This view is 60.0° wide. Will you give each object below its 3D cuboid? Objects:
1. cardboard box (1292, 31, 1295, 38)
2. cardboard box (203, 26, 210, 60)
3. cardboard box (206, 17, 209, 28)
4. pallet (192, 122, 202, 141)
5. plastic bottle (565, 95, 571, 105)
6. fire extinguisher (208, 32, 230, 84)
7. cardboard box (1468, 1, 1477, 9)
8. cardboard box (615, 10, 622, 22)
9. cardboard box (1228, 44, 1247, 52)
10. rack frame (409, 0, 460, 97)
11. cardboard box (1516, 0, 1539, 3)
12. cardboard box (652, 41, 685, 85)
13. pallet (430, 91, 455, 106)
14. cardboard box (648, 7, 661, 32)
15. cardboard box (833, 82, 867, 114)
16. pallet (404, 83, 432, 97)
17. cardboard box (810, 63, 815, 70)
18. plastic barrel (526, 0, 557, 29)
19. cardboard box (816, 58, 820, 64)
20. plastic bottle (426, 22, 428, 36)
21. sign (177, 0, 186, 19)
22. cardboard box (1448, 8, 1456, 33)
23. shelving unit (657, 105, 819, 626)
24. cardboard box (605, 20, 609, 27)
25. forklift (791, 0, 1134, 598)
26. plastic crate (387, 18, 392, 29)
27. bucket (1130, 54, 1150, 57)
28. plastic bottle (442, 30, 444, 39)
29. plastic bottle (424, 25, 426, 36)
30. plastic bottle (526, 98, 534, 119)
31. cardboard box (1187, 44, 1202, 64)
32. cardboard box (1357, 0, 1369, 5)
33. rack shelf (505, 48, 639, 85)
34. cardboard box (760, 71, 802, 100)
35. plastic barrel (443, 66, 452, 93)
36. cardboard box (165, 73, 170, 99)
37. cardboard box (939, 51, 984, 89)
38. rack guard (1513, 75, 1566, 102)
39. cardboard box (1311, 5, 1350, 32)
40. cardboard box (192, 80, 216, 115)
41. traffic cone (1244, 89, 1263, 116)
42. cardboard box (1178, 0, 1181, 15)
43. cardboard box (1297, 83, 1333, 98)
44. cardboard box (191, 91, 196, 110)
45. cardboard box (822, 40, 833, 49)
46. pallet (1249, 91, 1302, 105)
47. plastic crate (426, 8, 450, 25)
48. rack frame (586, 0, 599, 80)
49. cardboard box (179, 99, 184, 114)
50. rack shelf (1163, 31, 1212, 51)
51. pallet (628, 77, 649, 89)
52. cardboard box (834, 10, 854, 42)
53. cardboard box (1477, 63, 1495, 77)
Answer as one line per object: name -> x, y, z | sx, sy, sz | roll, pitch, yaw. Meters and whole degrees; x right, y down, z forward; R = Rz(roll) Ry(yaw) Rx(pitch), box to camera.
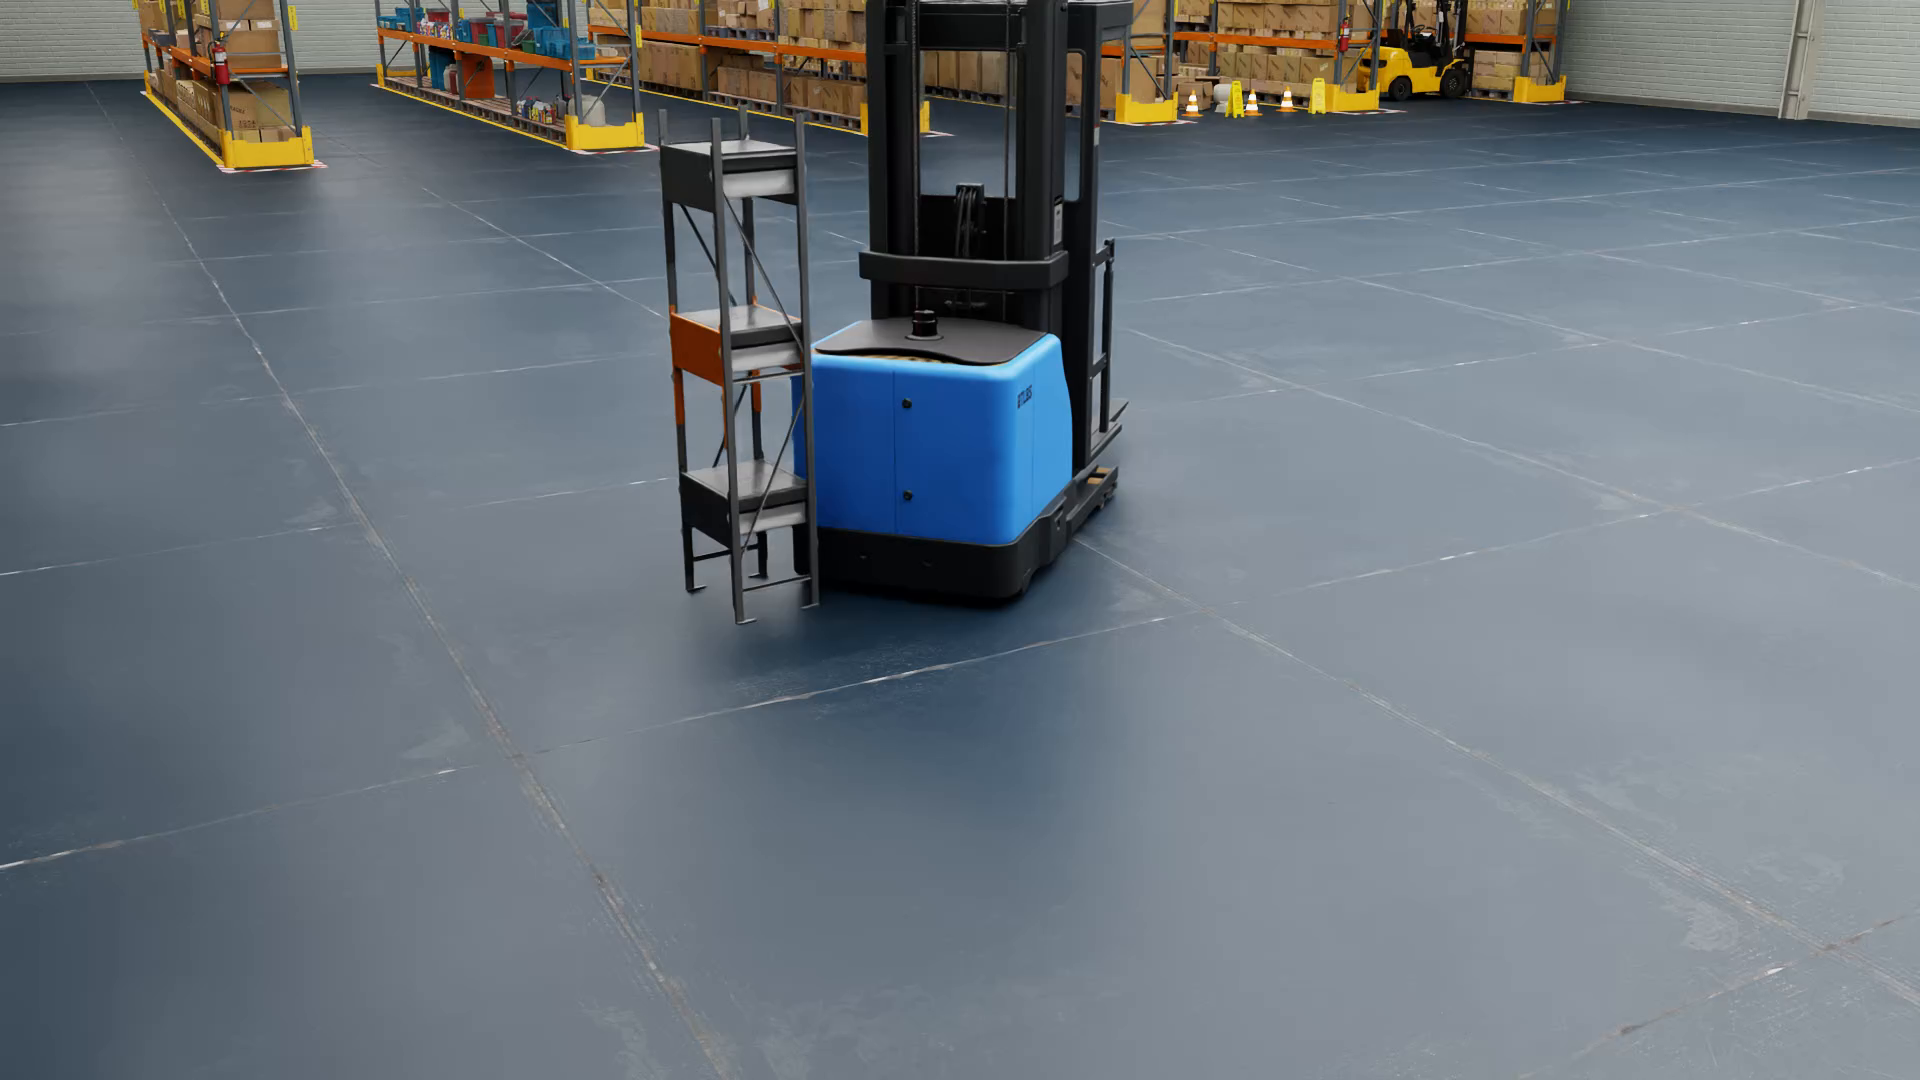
cardboard box -> 6.834, -10.053, 33.051 | 0.380, 0.149, 0.250 | -10, 21, -26
cardboard box -> -11.200, -7.651, 25.551 | 0.700, 0.500, 0.500 | -10, 22, -27
cardboard box -> -10.861, -7.611, 24.442 | 0.380, 0.149, 0.250 | -10, 22, -27
pallet -> -12.057, -6.767, 27.420 | 1.003, 0.211, 1.213 | -10, 21, -27
plastic bottle -> -6.661, -7.407, 28.384 | 0.144, 0.351, 0.185 | -11, 22, -29
fire extinguisher -> -10.126, -6.589, 22.748 | 0.296, 0.674, 0.183 | -10, 21, -27
cardboard box -> 10.993, -11.345, 35.262 | 0.380, 0.149, 0.250 | -10, 21, -26
cardboard box -> -7.683, -12.161, 38.548 | 0.500, 0.250, 0.500 | -10, 21, -26
cardboard box -> 5.818, -10.252, 34.671 | 0.380, 0.149, 0.250 | -10, 21, -26
rack frame -> -11.111, -10.943, 35.245 | 1.000, 3.000, 0.127 | -10, 21, -27
cardboard box -> 11.679, -11.135, 34.198 | 0.380, 0.149, 0.250 | -10, 21, -27
cardboard box -> -6.005, -10.467, 36.480 | 1.225, 0.875, 0.875 | -11, 22, -29
pallet -> -10.198, -9.046, 34.023 | 1.003, 0.211, 1.213 | -10, 21, -27
cardboard box -> -6.514, -11.442, 36.540 | 0.500, 0.500, 0.500 | -10, 21, -27
cardboard box -> -1.930, -7.813, 29.363 | 0.500, 0.500, 0.500 | -8, 21, -22
pallet -> -11.494, -9.830, 36.295 | 1.003, 0.211, 1.213 | -10, 21, -27
cardboard box -> -3.525, -11.806, 41.475 | 0.380, 0.149, 0.250 | -10, 21, -27
plastic barrel -> -7.229, -9.041, 28.966 | 0.600, 0.901, 0.708 | -10, 21, -27
cardboard box -> -3.331, -11.869, 41.201 | 0.380, 0.149, 0.250 | -11, 22, -29
plastic bottle -> -10.890, -10.461, 34.029 | 0.061, 0.283, 0.133 | -10, 21, -27
sign -> -12.146, -8.303, 25.942 | 0.100, 0.325, 0.005 | -10, 21, -27
cardboard box -> 10.839, -11.158, 35.716 | 0.500, 0.500, 0.500 | -10, 21, -26
shelving unit -> -0.925, -0.731, 7.028 | 0.431, 2.100, 0.503 | -13, 23, -32
cardboard box -> -8.160, -12.218, 39.325 | 0.380, 0.149, 0.250 | -10, 22, -27
forklift -> 0.198, -1.579, 8.213 | 1.130, 2.935, 3.031 | 6, 20, 17
plastic crate -> -12.557, -11.541, 37.142 | 0.416, 0.233, 0.300 | -10, 21, -27
bucket -> 3.554, -9.642, 34.164 | 0.726, 0.611, 0.620 | -3, 9, -8
plastic bottle -> -10.158, -9.993, 32.796 | 0.097, 0.201, 0.097 | 0, 19, 0
plastic bottle -> -10.975, -10.487, 34.228 | 0.097, 0.201, 0.097 | 0, 19, 0
plastic bottle -> -7.204, -7.252, 27.936 | 0.144, 0.351, 0.185 | -11, 22, -29
cardboard box -> 6.368, -12.858, 43.984 | 0.500, 0.500, 0.500 | -9, 21, -24
cardboard box -> 9.327, -12.341, 38.149 | 0.380, 0.149, 0.250 | -11, 22, -28
rack shelf -> -6.362, -7.732, 27.044 | 1.077, 0.370, 4.000 | -10, 21, -27
cardboard box -> -3.436, -8.759, 32.075 | 0.700, 0.500, 0.500 | -10, 21, -27
plastic barrel -> -10.342, -9.427, 34.024 | 0.421, 0.512, 0.421 | 0, 19, 0
cardboard box -> -14.963, -8.730, 31.991 | 0.500, 0.500, 0.500 | -10, 21, -26
cardboard box -> 0.189, -9.997, 35.309 | 1.050, 0.750, 0.750 | -10, 21, -26
rack guard -> 12.046, -9.382, 34.553 | 1.175, 0.500, 0.348 | -10, 21, -27
cardboard box -> 7.168, -10.101, 32.197 | 0.500, 0.500, 0.500 | -10, 22, -28
cardboard box -> -11.728, -6.952, 26.101 | 0.500, 0.500, 0.500 | -10, 21, -27
traffic cone -> 5.513, -8.255, 31.345 | 0.336, 0.463, 0.334 | -10, 21, -27
cardboard box -> 4.871, -11.723, 36.254 | 0.500, 0.500, 0.500 | -9, 21, -25
cardboard box -> 7.036, -8.896, 32.886 | 0.500, 0.250, 0.500 | -10, 21, -27
cardboard box -> -12.118, -7.116, 26.866 | 0.500, 0.311, 0.500 | -10, 21, -27
cardboard box -> -2.175, -8.611, 28.872 | 0.380, 0.149, 0.250 | -10, 21, -27
pallet -> 6.702, -9.092, 34.158 | 1.003, 0.211, 1.213 | -10, 21, -27
plastic crate -> -11.314, -11.297, 36.081 | 0.402, 0.464, 0.583 | -10, 21, -27
rack frame -> -8.651, -12.858, 40.796 | 1.000, 3.000, 0.127 | -10, 21, -27
cardboard box -> -13.343, -7.587, 29.092 | 0.500, 0.250, 0.500 | -11, 22, -28
rack shelf -> 4.819, -11.183, 37.043 | 1.077, 0.370, 4.000 | -10, 21, -27
pallet -> -7.044, -10.622, 38.591 | 1.003, 0.211, 1.213 | -10, 21, -27
cardboard box -> -1.634, -8.740, 28.253 | 0.875, 0.500, 0.500 | -10, 21, -27
cardboard box -> 11.300, -9.942, 35.150 | 0.500, 0.250, 0.500 | -10, 22, -27
